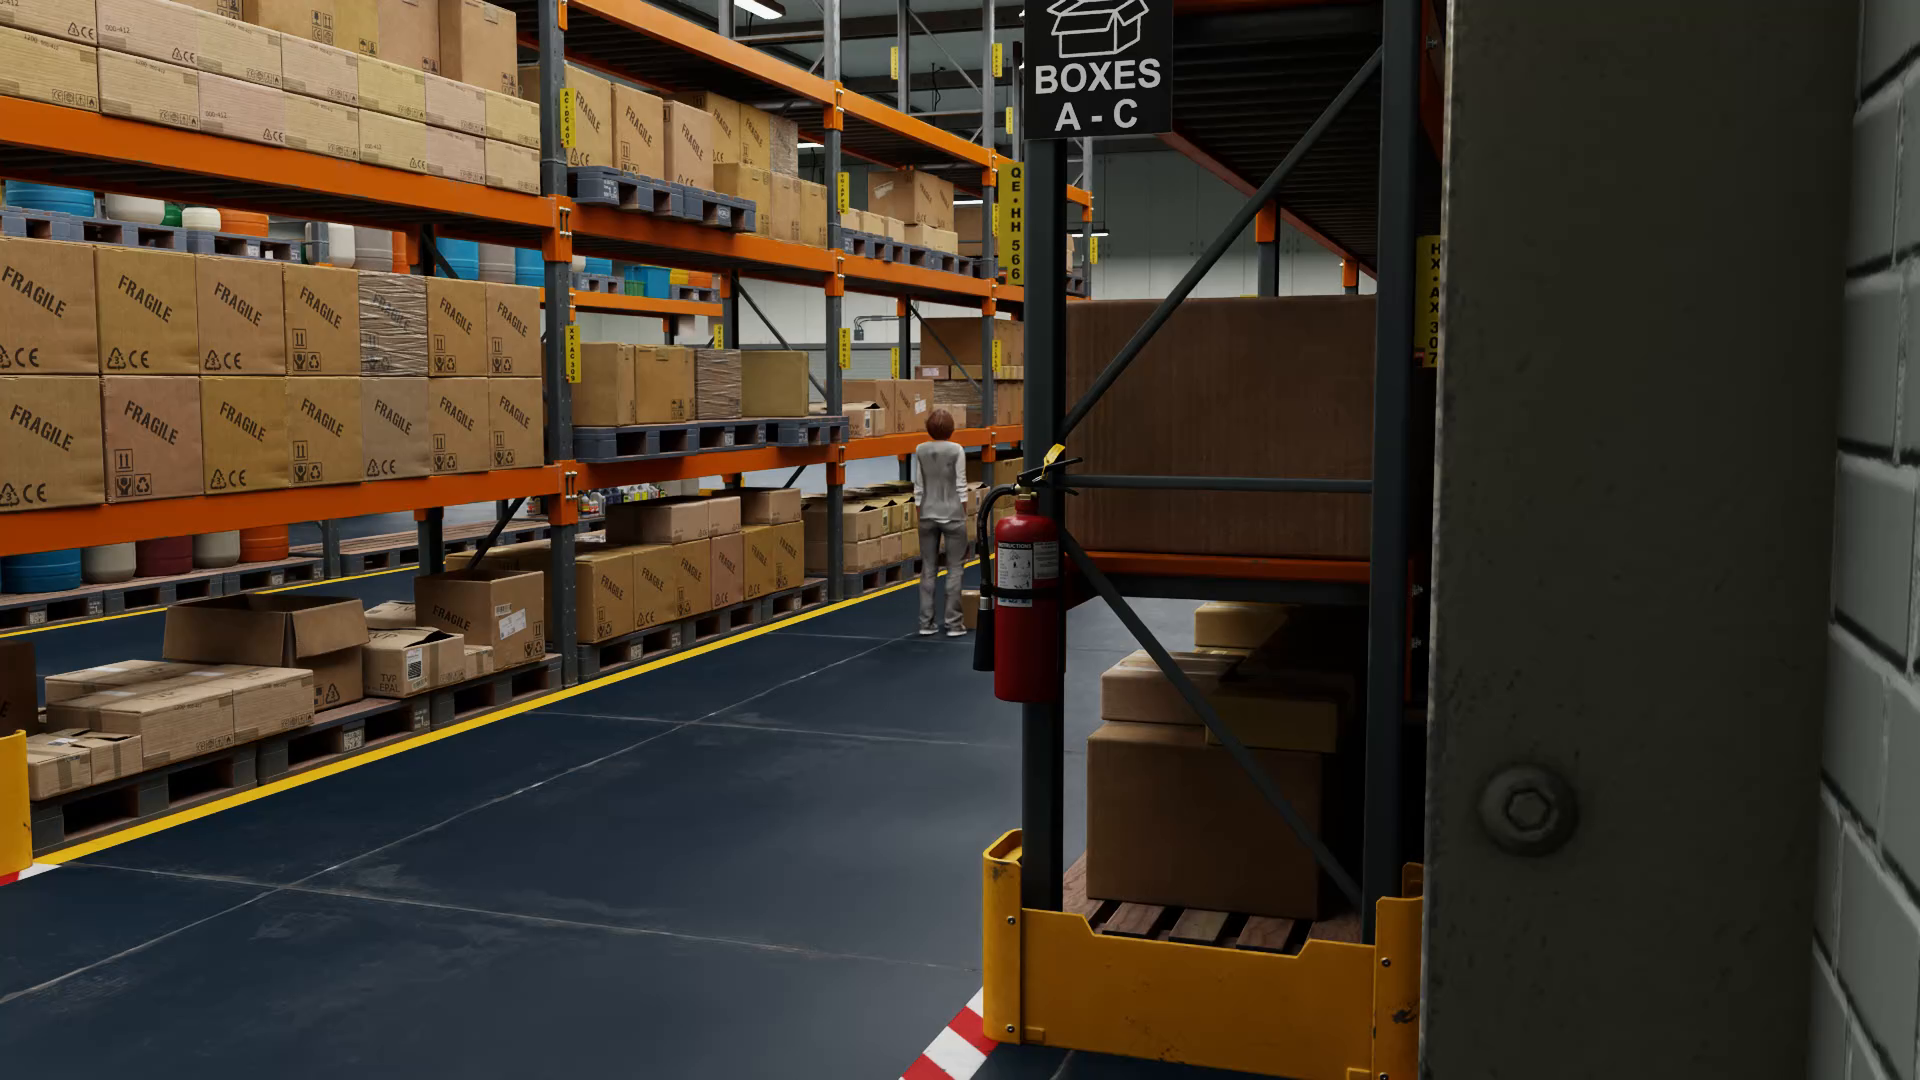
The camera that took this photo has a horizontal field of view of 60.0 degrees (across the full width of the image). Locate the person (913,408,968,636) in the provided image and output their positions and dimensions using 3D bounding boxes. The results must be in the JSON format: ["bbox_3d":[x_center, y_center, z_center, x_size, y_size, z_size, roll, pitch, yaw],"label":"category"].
[{"bbox_3d":[-0.131,-0.123,11.637,0.404,1.599,0.301,2,6,20],"label":"person"}]
